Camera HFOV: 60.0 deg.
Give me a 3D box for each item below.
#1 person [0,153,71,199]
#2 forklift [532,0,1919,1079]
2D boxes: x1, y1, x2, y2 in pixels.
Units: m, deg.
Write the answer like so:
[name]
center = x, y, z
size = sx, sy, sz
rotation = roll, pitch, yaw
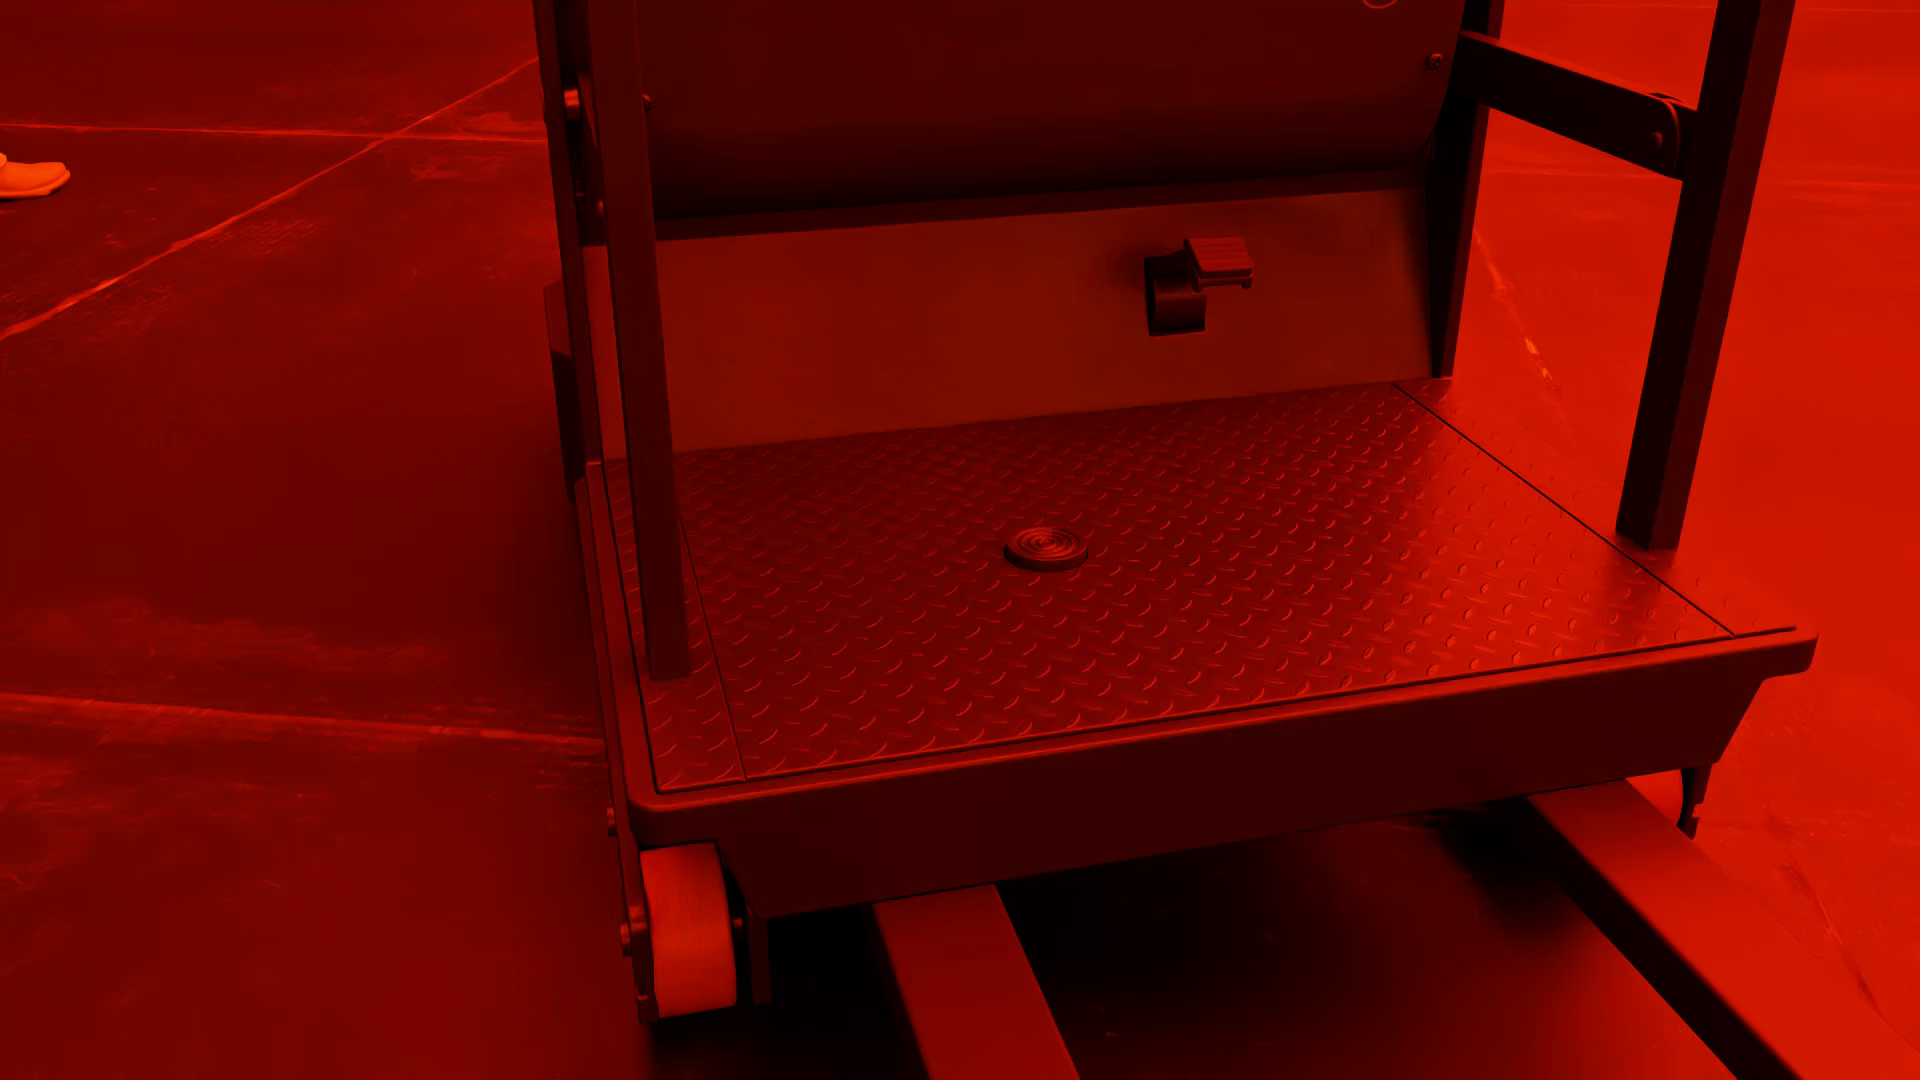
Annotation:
[person]
center = -2.604, -1.696, 3.902
size = 0.542, 1.789, 0.387
rotation = 13, 29, 25
[forklift]
center = 0.153, -1.049, 1.319
size = 1.130, 2.935, 3.031
rotation = -7, 27, -13
